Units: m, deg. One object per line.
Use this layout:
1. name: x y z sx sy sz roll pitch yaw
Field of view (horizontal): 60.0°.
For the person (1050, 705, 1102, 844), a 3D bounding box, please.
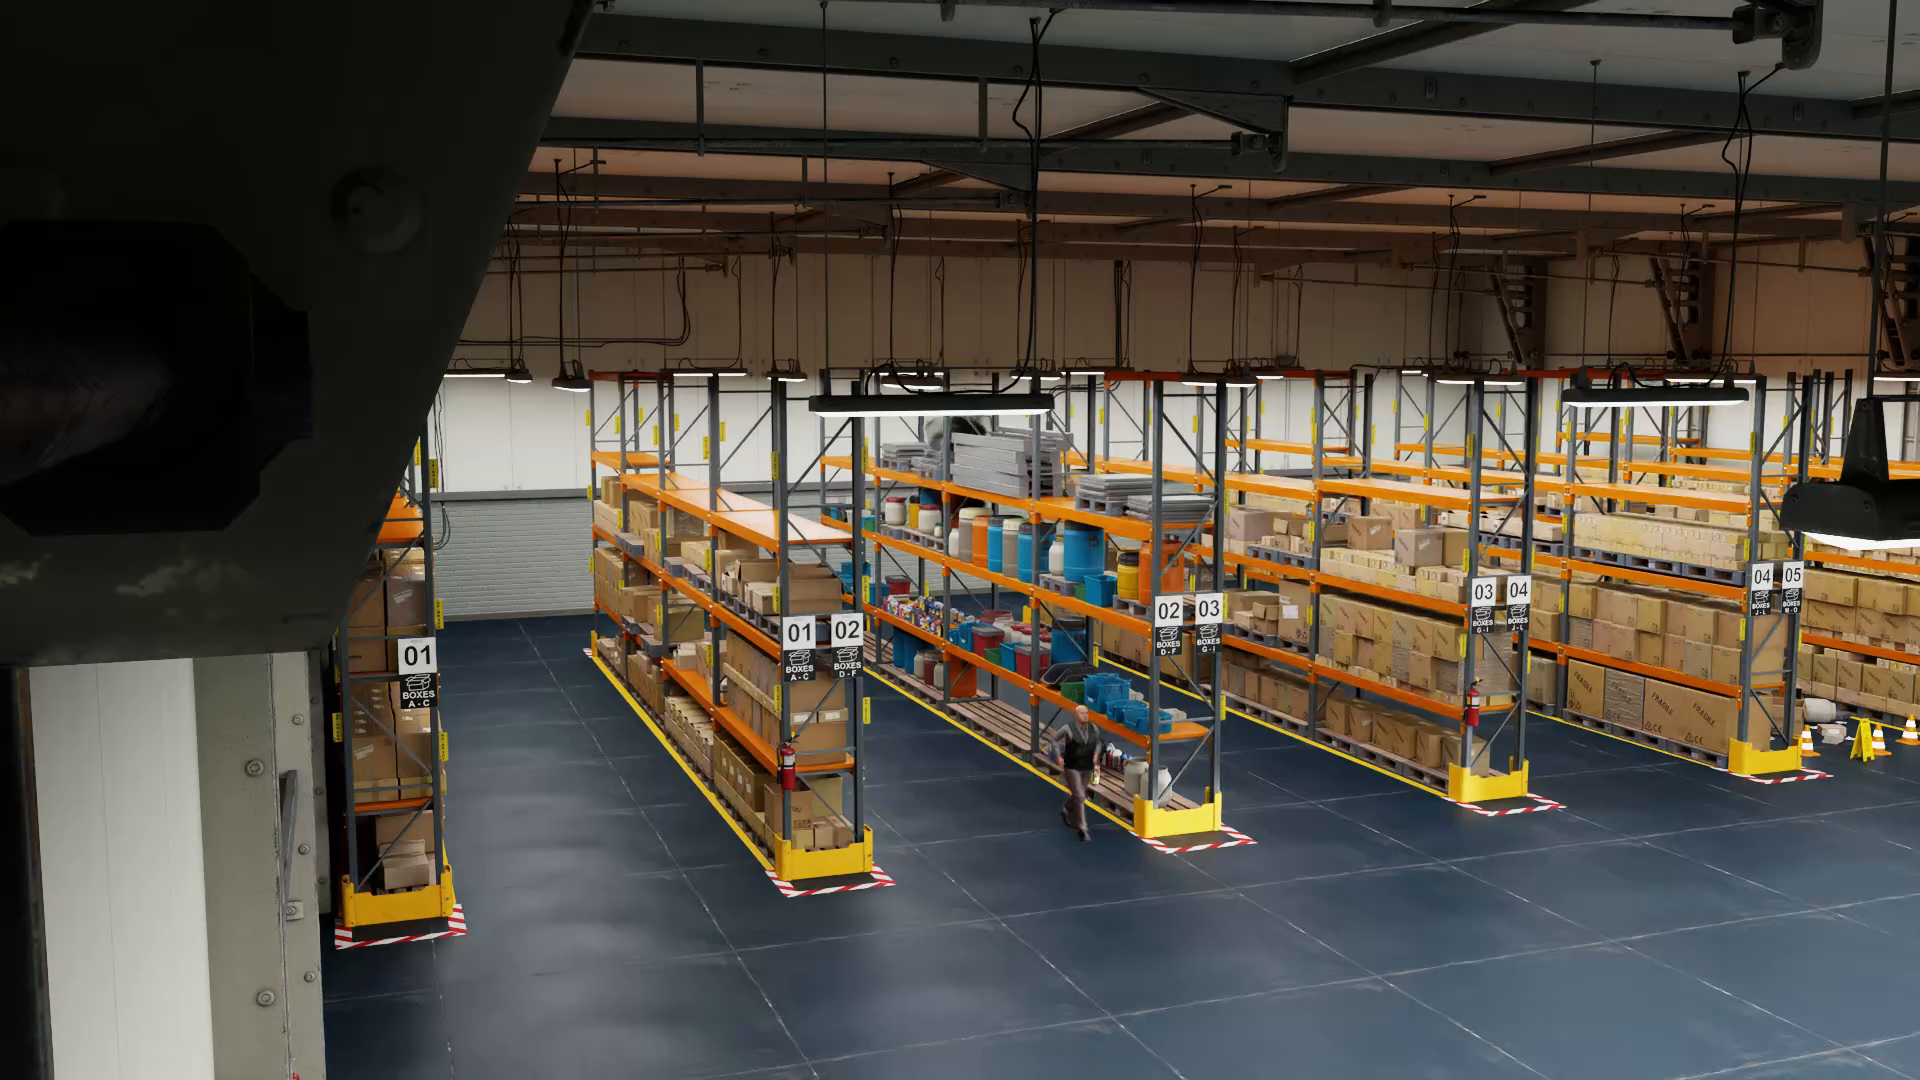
1. person: 1.562 3.046 21.923 0.659 1.774 0.864 -3 7 -28
